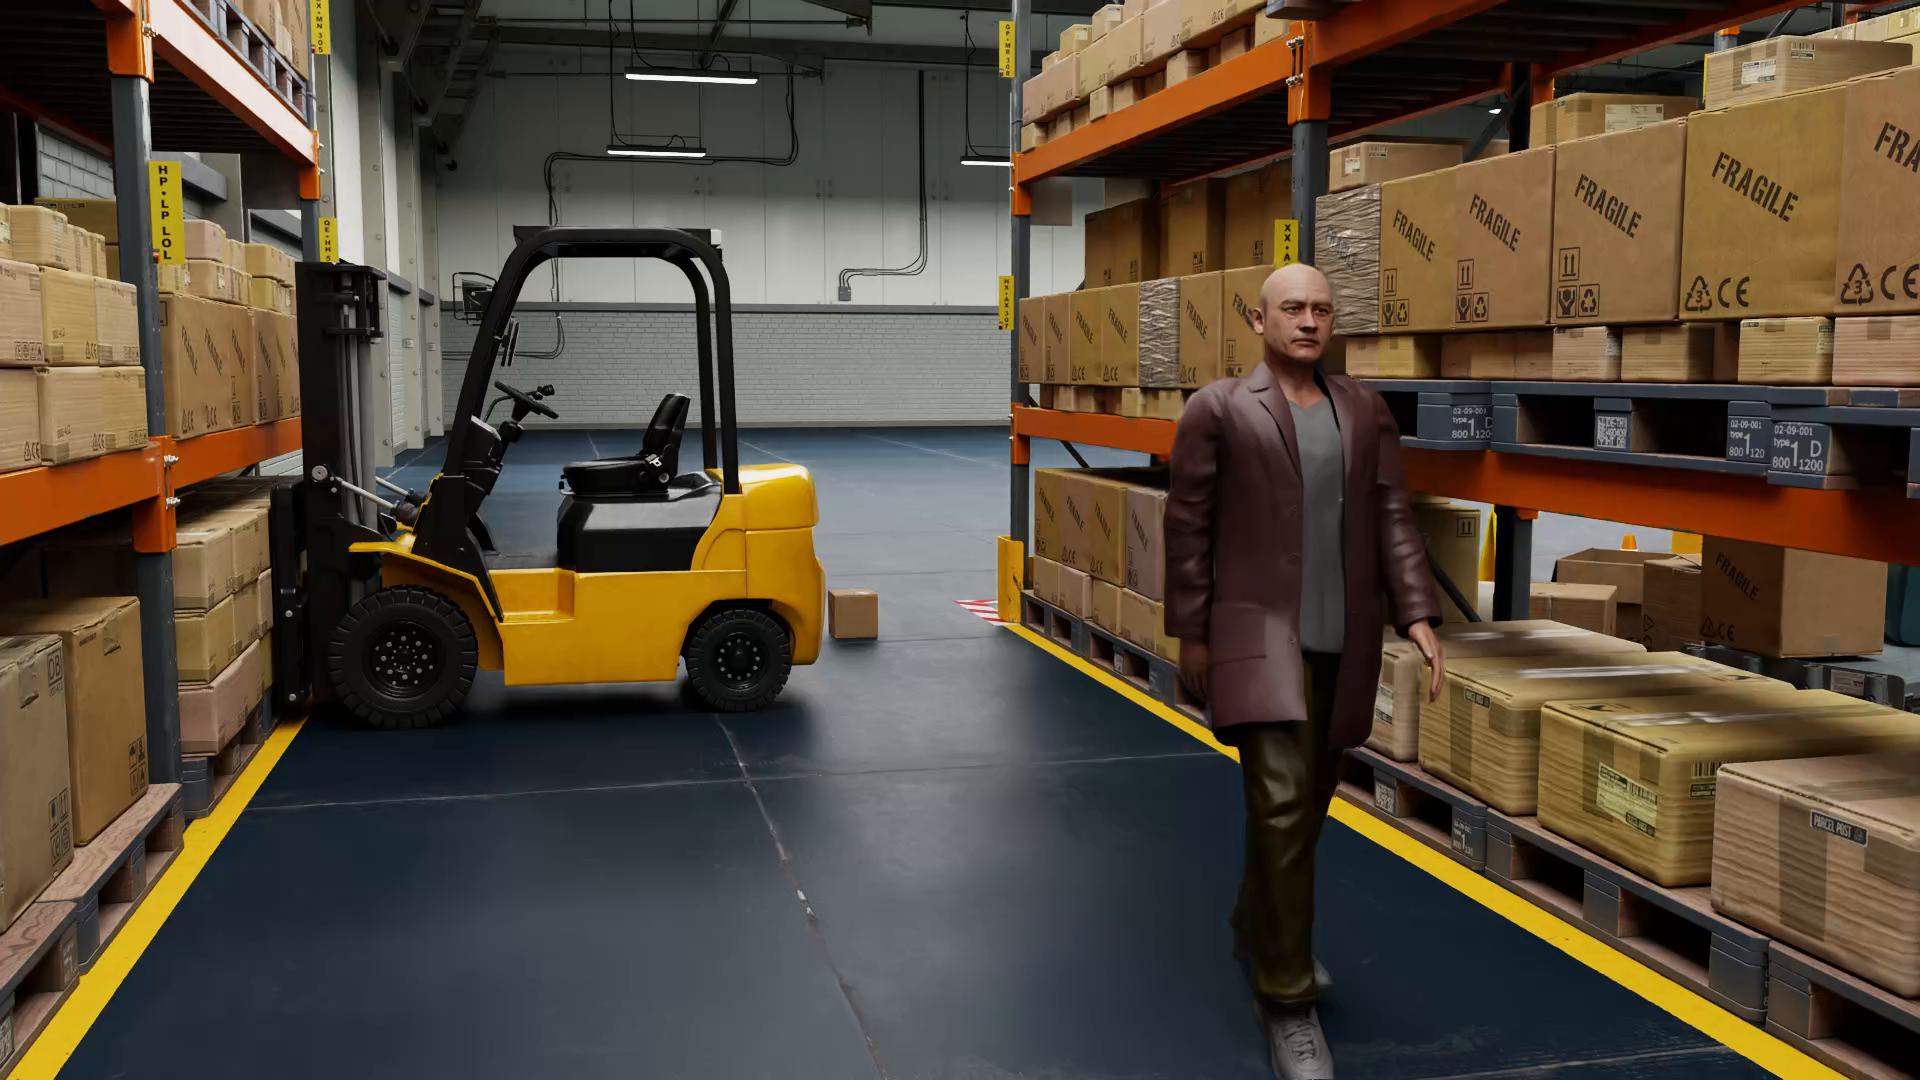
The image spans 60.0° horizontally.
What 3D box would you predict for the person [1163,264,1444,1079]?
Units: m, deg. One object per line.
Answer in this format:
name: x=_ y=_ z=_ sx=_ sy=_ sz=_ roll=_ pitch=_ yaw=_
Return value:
person: x=0.822 y=0.274 z=3.861 sx=0.582 sy=1.821 sz=0.792 roll=-2 pitch=6 yaw=-16
